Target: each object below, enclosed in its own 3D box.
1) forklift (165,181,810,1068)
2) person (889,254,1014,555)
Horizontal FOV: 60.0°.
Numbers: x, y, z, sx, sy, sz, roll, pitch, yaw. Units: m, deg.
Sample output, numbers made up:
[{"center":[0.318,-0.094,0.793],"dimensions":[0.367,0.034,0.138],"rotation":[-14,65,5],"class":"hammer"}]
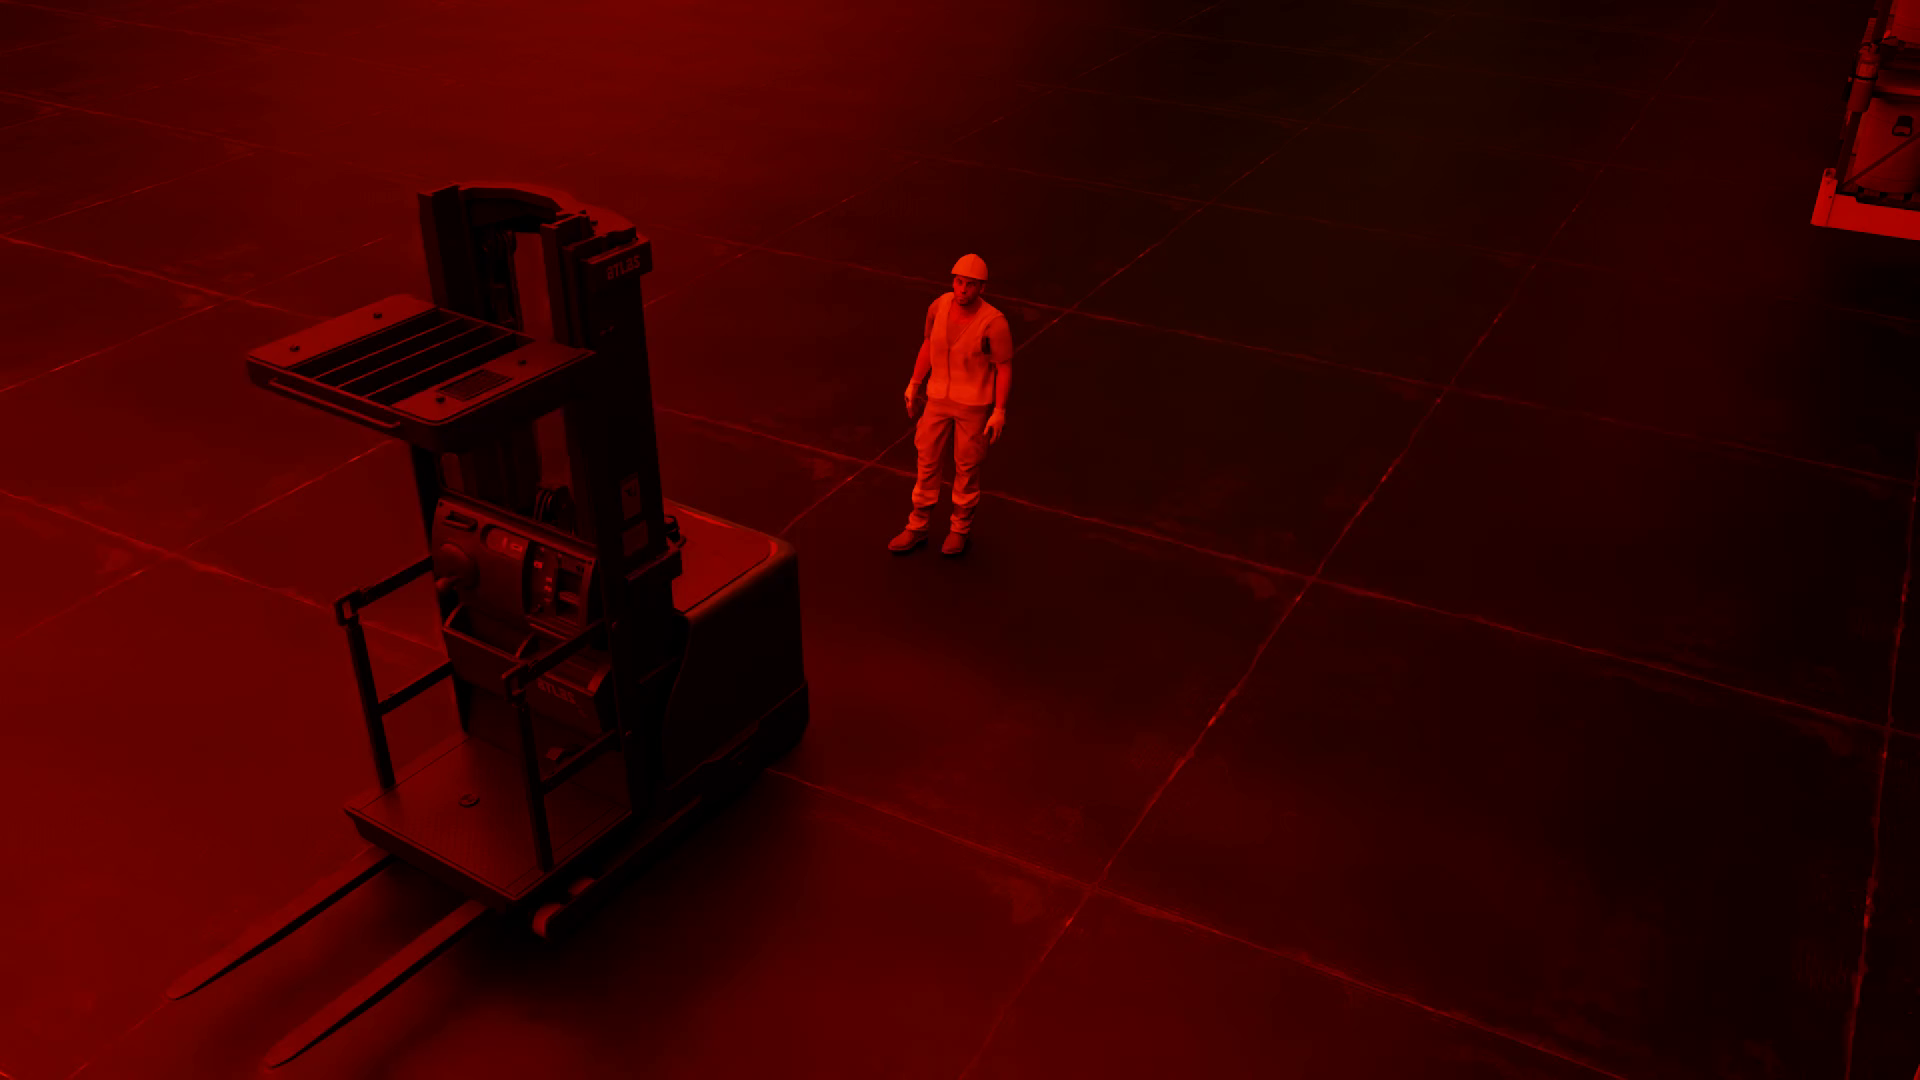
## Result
[{"center":[-1.987,0.159,6.796],"dimensions":[1.130,2.935,3.031],"rotation":[18,35,29],"class":"forklift"},{"center":[-0.050,-0.749,9.497],"dimensions":[0.637,1.787,0.564],"rotation":[15,33,25],"class":"person"}]
